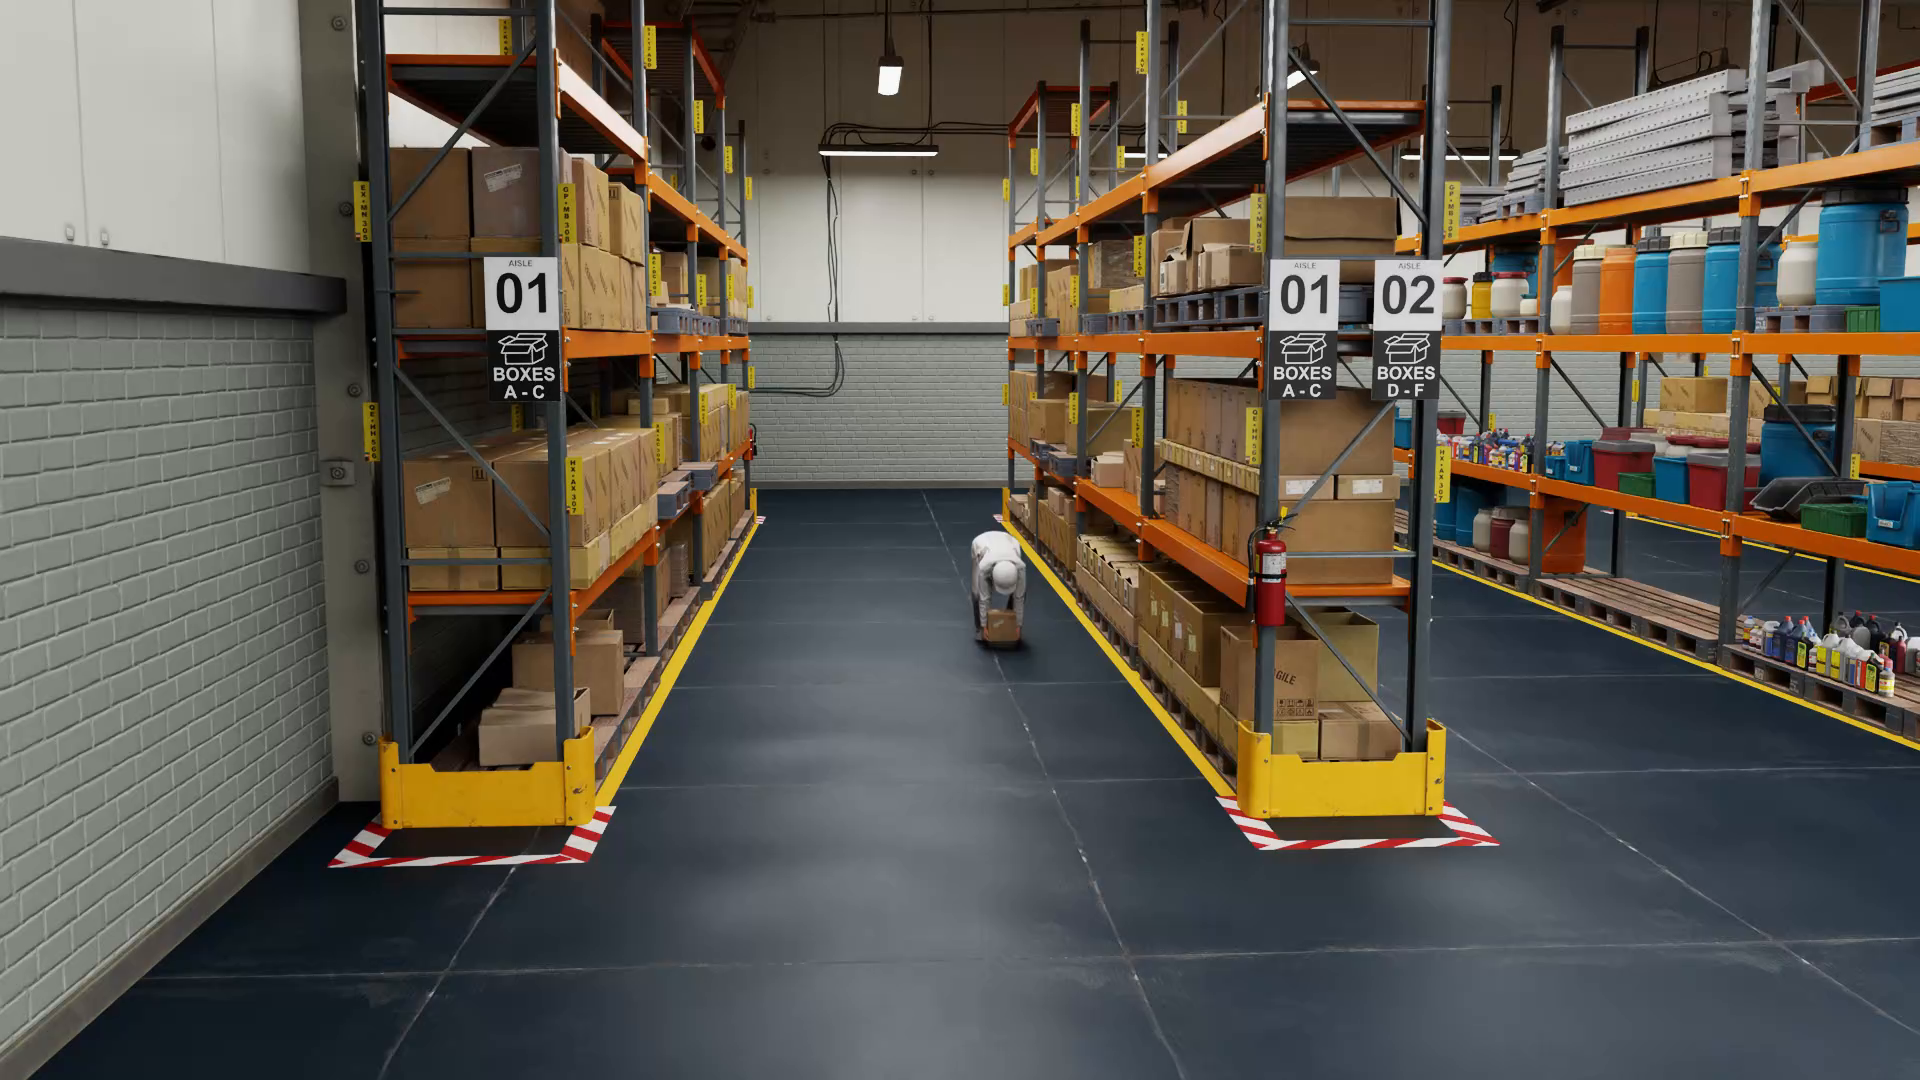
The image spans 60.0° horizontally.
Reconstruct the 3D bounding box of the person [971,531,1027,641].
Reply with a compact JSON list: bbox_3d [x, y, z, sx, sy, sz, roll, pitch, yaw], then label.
[{"bbox_3d":[0.368,0.447,15.131,0.506,1.001,0.999,-1,7,-7],"label":"person"}]
